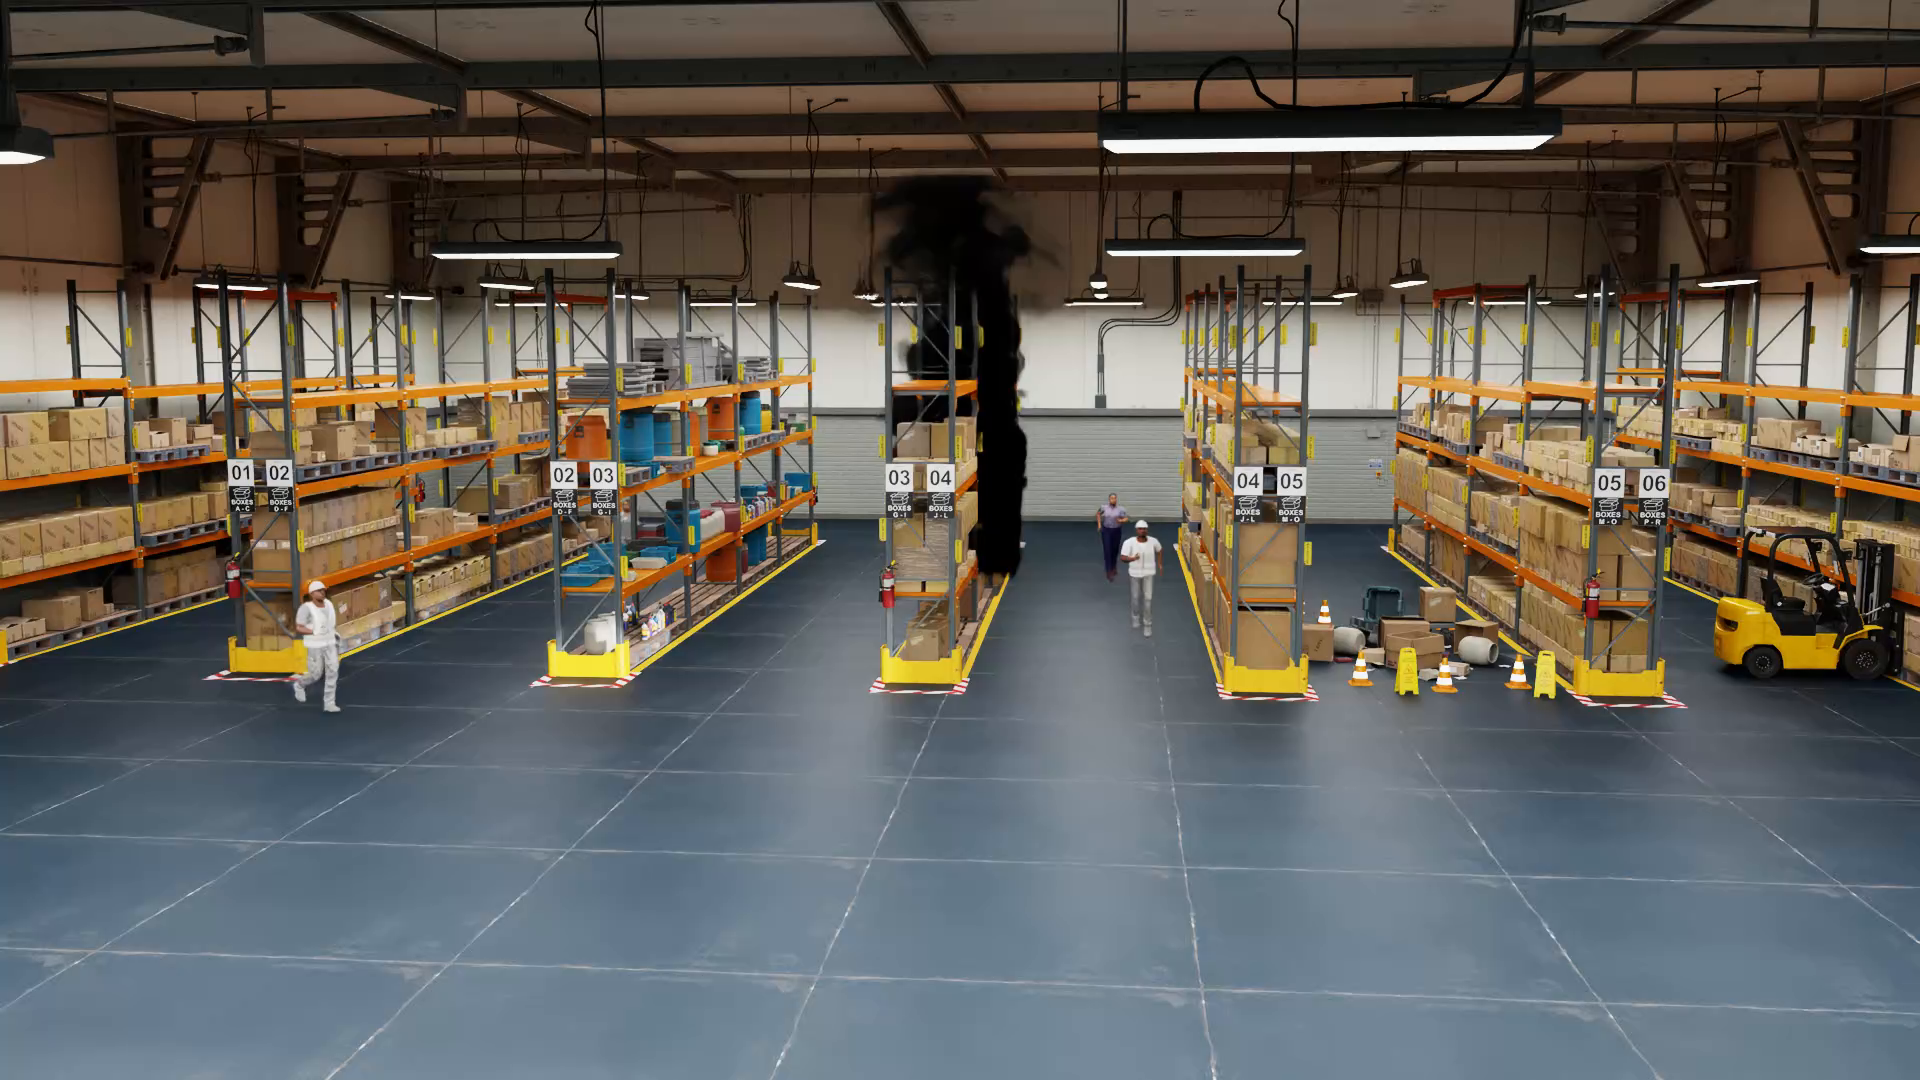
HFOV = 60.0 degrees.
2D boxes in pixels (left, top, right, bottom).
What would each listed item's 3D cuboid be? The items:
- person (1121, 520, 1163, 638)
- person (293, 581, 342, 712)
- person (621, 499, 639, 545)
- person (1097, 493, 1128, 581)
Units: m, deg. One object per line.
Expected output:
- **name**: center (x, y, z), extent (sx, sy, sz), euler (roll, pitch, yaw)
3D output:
- **person**: center (2.912, 0.599, 26.643), extent (0.677, 1.848, 0.756), euler (0, 7, 4)
- **person**: center (-8.632, 1.419, 22.341), extent (0.827, 1.757, 0.688), euler (4, 8, 31)
- **person**: center (-6.542, -0.009, 32.586), extent (0.515, 1.562, 0.628), euler (-1, 7, -5)
- **person**: center (3.021, -0.084, 32.950), extent (0.580, 1.698, 0.814), euler (0, 7, -3)
